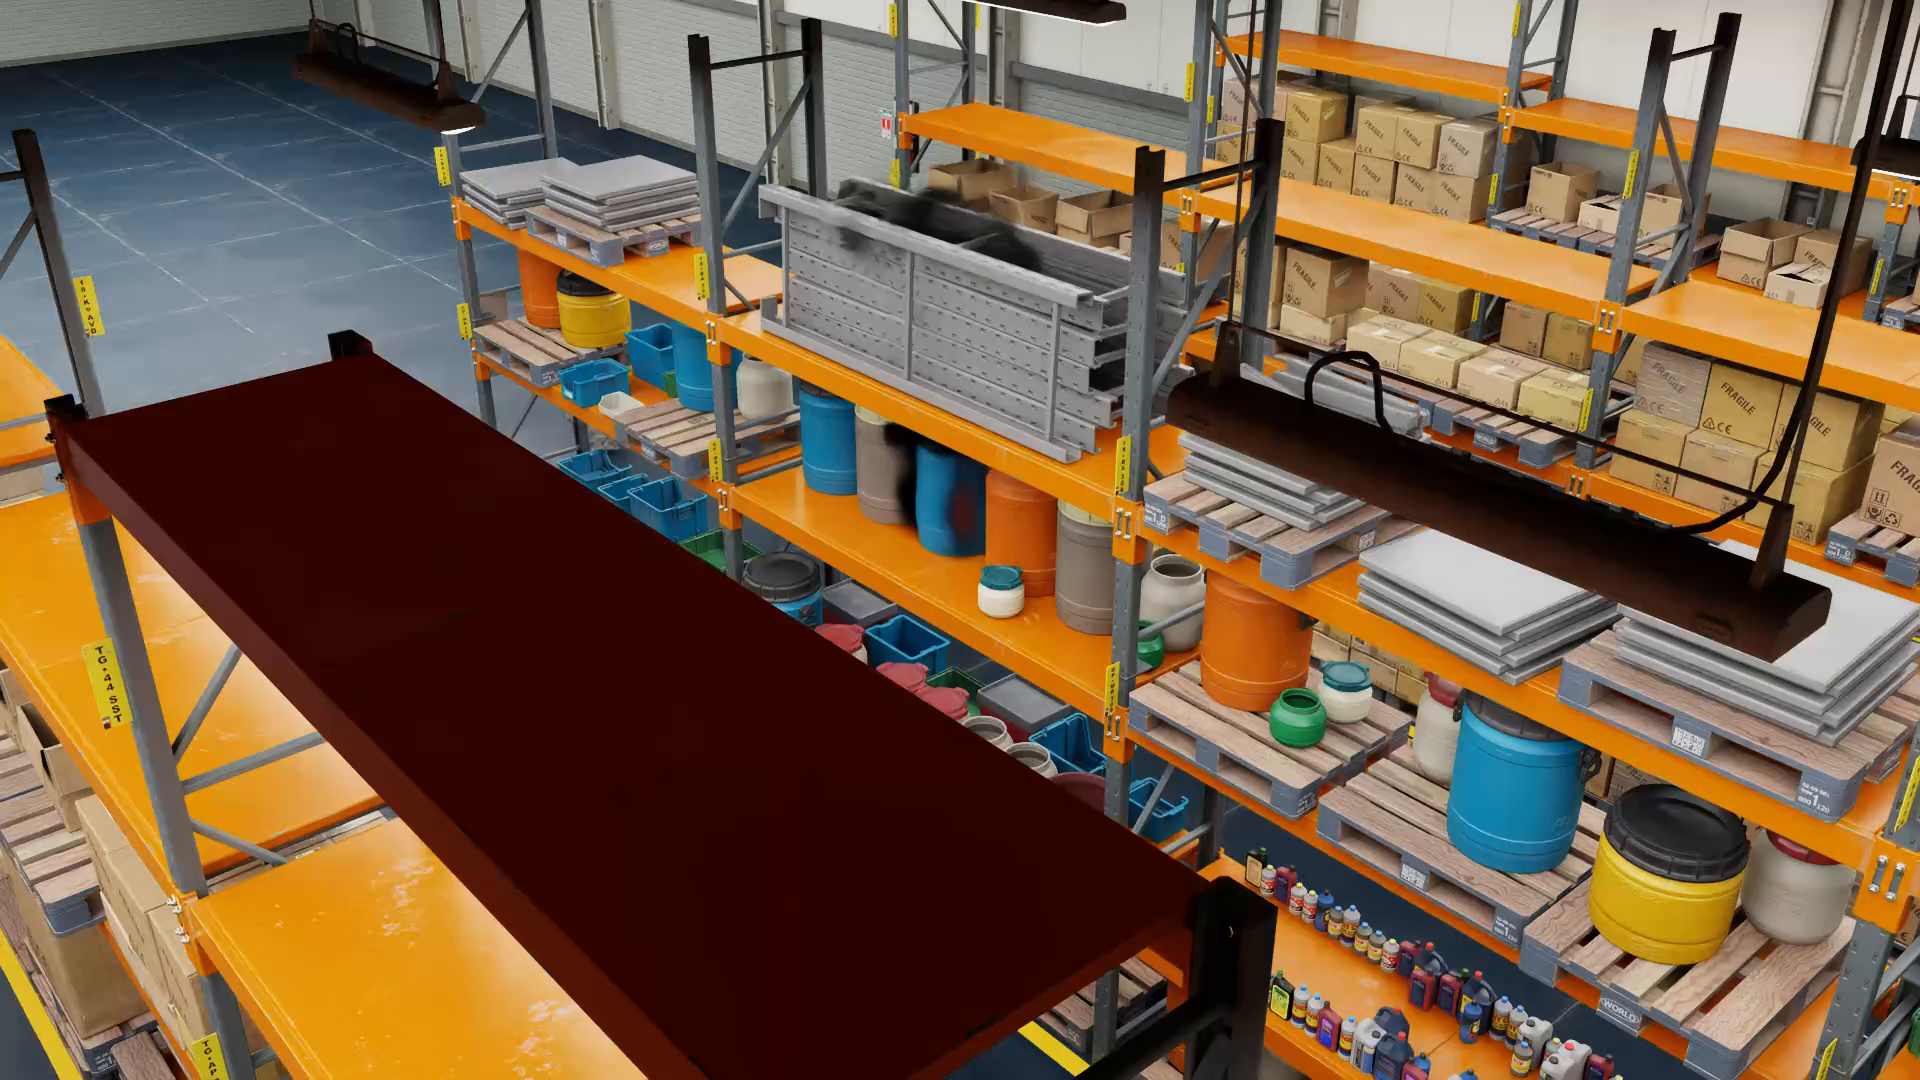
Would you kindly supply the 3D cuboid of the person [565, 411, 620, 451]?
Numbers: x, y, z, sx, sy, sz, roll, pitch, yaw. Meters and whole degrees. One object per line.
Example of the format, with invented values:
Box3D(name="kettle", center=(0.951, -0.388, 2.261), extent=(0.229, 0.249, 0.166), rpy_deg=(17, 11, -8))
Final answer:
Box3D(name="person", center=(-4.291, -1.792, 19.170), extent=(0.617, 1.725, 0.702), rpy_deg=(-5, 27, -11))
